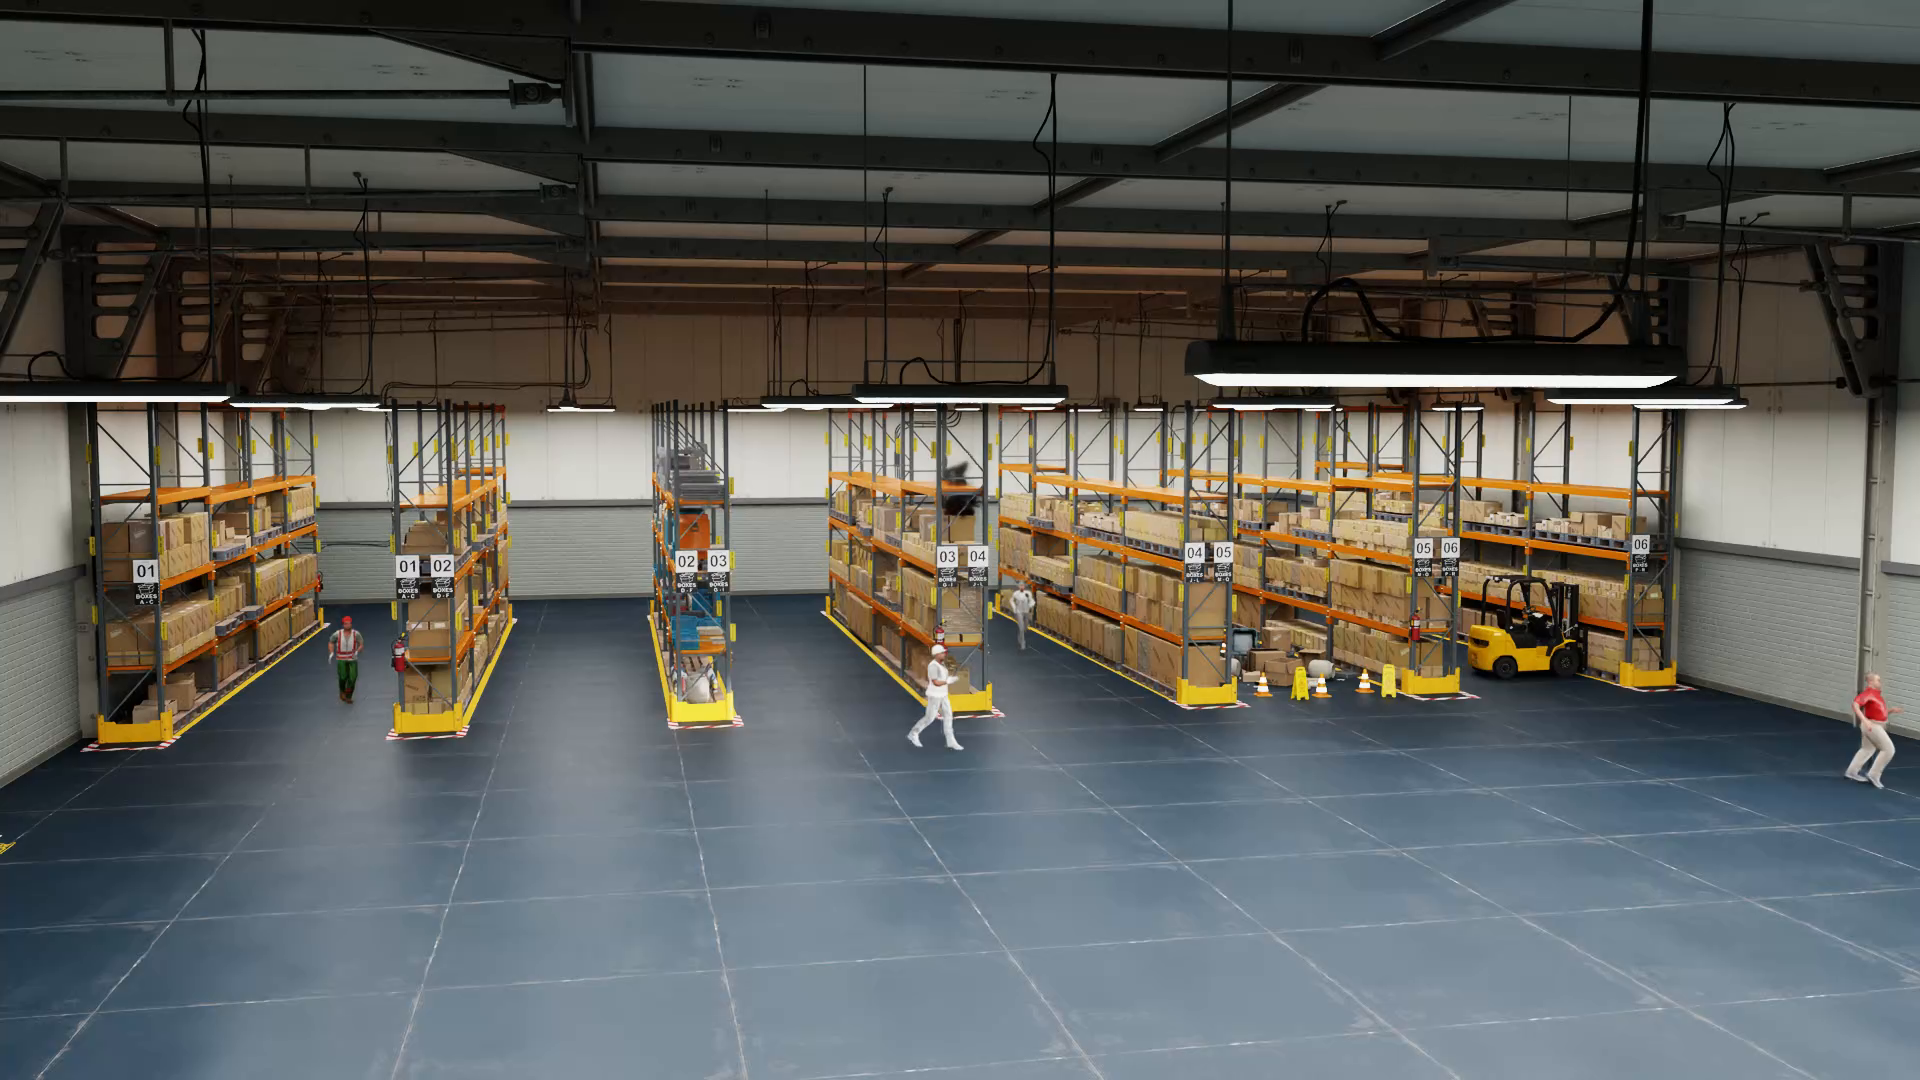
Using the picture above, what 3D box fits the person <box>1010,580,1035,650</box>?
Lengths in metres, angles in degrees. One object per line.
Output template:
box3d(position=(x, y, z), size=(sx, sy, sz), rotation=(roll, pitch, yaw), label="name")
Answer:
box3d(position=(1.538, 1.815, 40.802), size=(0.598, 1.700, 0.828), rotation=(0, 4, -6), label="person")

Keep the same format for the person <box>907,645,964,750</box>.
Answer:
box3d(position=(-0.413, 2.667, 28.275), size=(0.976, 1.787, 0.678), rotation=(1, 5, 17), label="person")

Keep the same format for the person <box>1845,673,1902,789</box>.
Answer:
box3d(position=(14.085, 2.947, 25.633), size=(0.743, 1.774, 0.633), rotation=(2, 5, 29), label="person")

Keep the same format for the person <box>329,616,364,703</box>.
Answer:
box3d(position=(-12.092, 2.372, 32.787), size=(0.662, 1.735, 0.674), rotation=(-2, 5, -24), label="person")
